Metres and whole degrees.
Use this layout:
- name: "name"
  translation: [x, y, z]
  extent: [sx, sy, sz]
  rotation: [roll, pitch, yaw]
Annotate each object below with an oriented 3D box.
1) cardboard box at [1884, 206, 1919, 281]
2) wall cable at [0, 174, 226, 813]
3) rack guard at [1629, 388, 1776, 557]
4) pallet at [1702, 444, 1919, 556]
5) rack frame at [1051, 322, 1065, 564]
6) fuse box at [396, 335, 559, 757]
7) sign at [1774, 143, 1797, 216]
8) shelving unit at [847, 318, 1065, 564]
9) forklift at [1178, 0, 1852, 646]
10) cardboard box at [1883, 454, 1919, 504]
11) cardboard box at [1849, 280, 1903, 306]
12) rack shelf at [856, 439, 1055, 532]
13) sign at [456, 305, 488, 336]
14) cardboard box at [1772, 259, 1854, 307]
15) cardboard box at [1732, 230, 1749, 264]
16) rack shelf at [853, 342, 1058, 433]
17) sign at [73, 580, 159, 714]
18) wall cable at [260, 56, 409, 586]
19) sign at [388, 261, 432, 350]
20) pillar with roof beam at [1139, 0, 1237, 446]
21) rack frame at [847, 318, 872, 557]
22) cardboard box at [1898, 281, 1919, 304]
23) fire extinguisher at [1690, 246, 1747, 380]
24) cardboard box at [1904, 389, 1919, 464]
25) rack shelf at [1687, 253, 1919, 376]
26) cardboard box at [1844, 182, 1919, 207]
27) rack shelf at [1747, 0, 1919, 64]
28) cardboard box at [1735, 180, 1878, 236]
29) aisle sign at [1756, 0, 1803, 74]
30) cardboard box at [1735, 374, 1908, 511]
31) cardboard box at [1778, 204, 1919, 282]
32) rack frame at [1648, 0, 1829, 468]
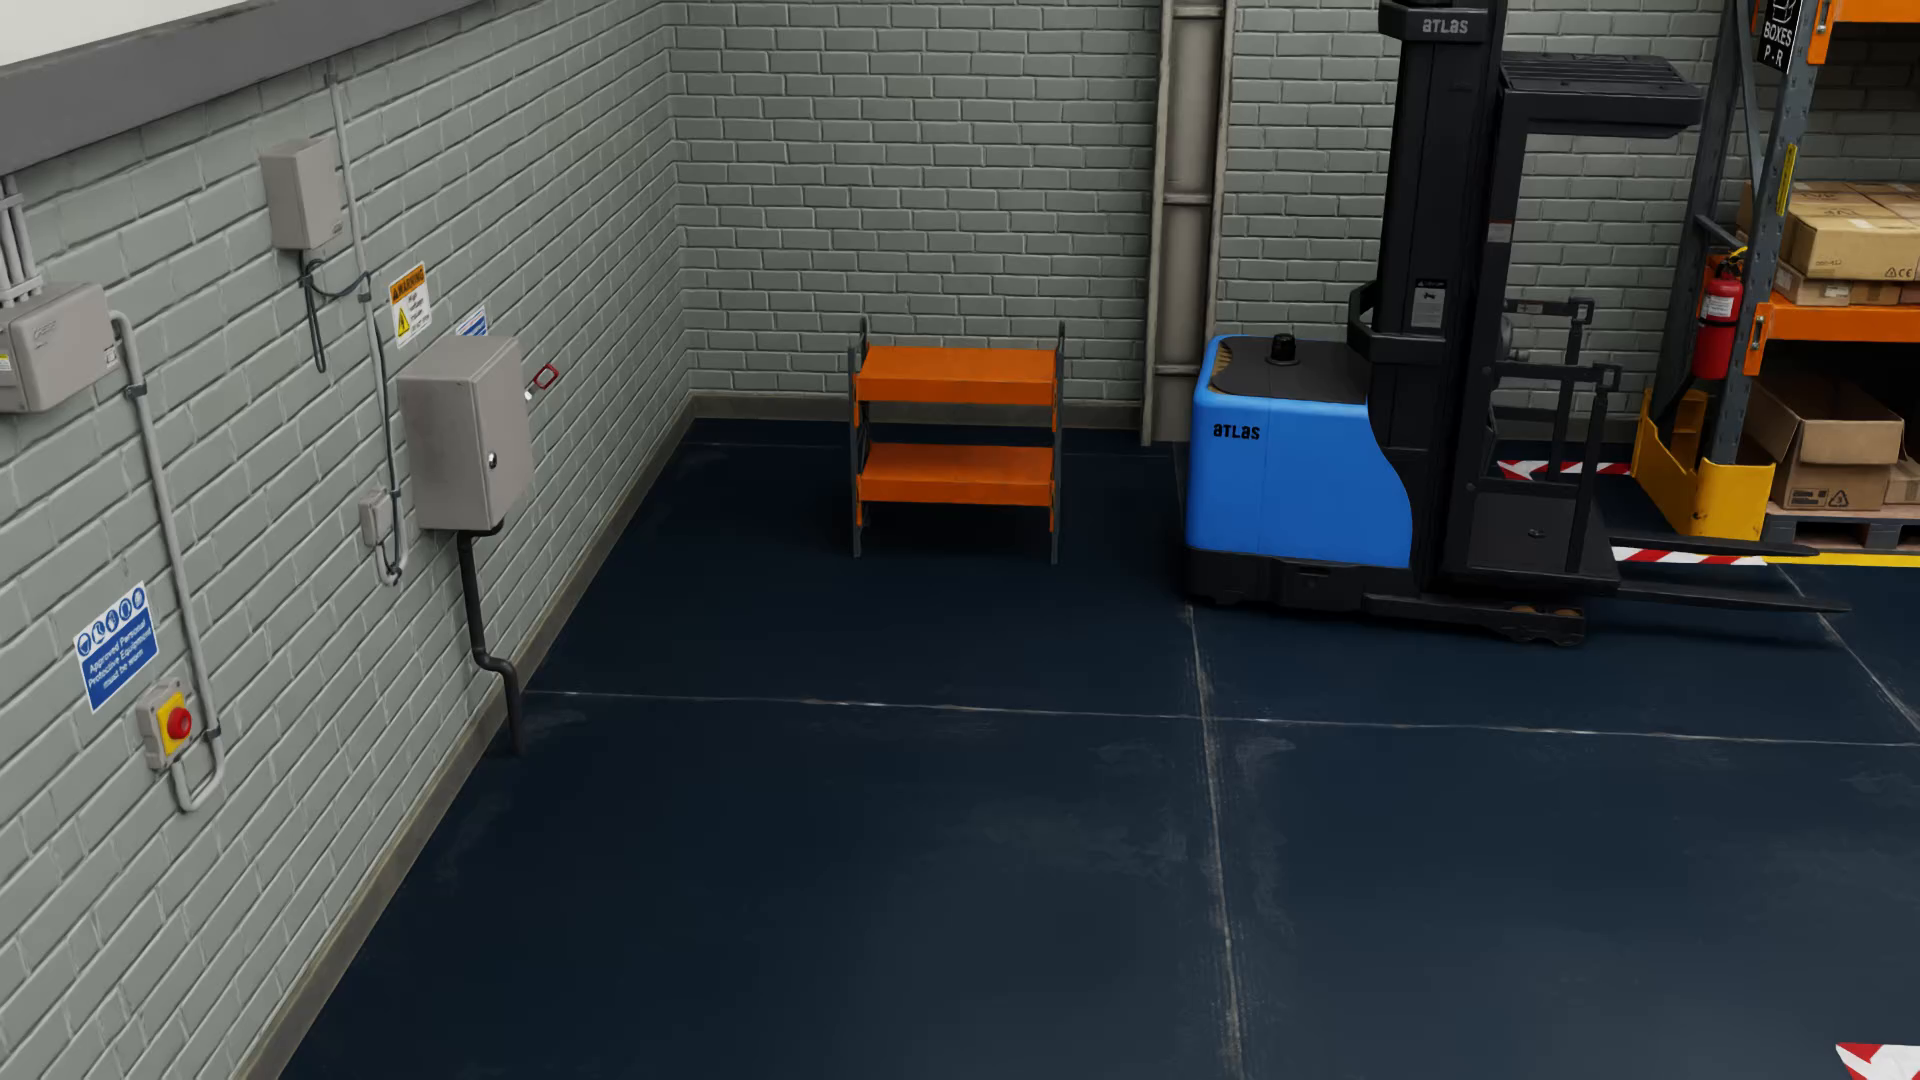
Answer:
- name: "cardboard box"
  translation: [4.847, -1.447, 8.131]
  extent: [0.500, 0.250, 0.500]
  rotation: [2, 25, 5]
- name: "wall cable"
  translation: [-2.087, -0.101, 4.128]
  extent: [0.123, 1.953, 0.585]
  rotation: [2, 25, 4]
- name: "rack guard"
  translation: [3.989, -0.385, 8.989]
  extent: [0.348, 0.500, 1.175]
  rotation: [2, 25, 4]
- name: "pallet"
  translation: [4.784, -0.229, 8.995]
  extent: [1.213, 0.211, 1.003]
  rotation: [2, 25, 4]
- name: "rack frame"
  translation: [0.500, -0.495, 8.480]
  extent: [0.032, 1.125, 0.500]
  rotation: [2, 25, 4]
- name: "fuse box"
  translation: [-1.781, 0.089, 6.509]
  extent: [0.414, 1.711, 0.539]
  rotation: [2, 25, 4]
- name: "sign"
  translation: [3.871, -1.690, 7.799]
  extent: [0.005, 0.325, 0.100]
  rotation: [2, 25, 4]
- name: "shelving unit"
  translation: [-0.007, -0.511, 8.515]
  extent: [1.048, 1.125, 0.538]
  rotation: [2, 25, 4]
- name: "forklift"
  translation: [2.635, -1.085, 7.601]
  extent: [3.031, 2.935, 1.130]
  rotation: [5, 25, 11]
- name: "cardboard box"
  translation: [4.936, -0.330, 8.787]
  extent: [0.250, 0.149, 0.380]
  rotation: [1, 25, 2]
- name: "cardboard box"
  translation: [4.477, -1.295, 8.277]
  extent: [0.250, 0.149, 0.380]
  rotation: [2, 25, 5]
- name: "rack shelf"
  translation: [-0.007, -0.289, 8.618]
  extent: [1.000, 0.278, 0.538]
  rotation: [2, 25, 4]
- name: "sign"
  translation: [-1.950, -0.665, 6.721]
  extent: [0.001, 0.494, 0.329]
  rotation: [2, 25, 4]
- name: "cardboard box"
  translation: [4.220, -1.284, 8.253]
  extent: [0.250, 0.149, 0.380]
  rotation: [2, 25, 4]
- name: "cardboard box"
  translation: [4.264, -1.510, 8.744]
  extent: [0.250, 0.149, 0.380]
  rotation: [2, 25, 3]
- name: "rack shelf"
  translation: [-0.007, -0.777, 8.393]
  extent: [1.000, 0.278, 0.538]
  rotation: [2, 25, 4]
- name: "sign"
  translation: [-2.152, 0.270, 4.251]
  extent: [0.001, 0.218, 0.327]
  rotation: [2, 25, 4]
- name: "wall cable"
  translation: [-1.990, -0.678, 5.420]
  extent: [0.122, 1.984, 0.588]
  rotation: [2, 25, 4]
- name: "sign"
  translation: [-1.992, -0.855, 6.031]
  extent: [0.001, 0.242, 0.339]
  rotation: [2, 25, 4]
- name: "pillar with roof beam"
  translation: [0.964, -2.916, 4.322]
  extent: [0.400, 9.000, 9.100]
  rotation: [2, 25, 4]
- name: "rack frame"
  translation: [-0.514, -0.527, 8.551]
  extent: [0.032, 1.125, 0.500]
  rotation: [2, 25, 4]
- name: "cardboard box"
  translation: [4.741, -1.301, 8.290]
  extent: [0.250, 0.149, 0.380]
  rotation: [2, 25, 3]
- name: "fire extinguisher"
  translation: [3.731, -1.131, 8.158]
  extent: [0.183, 0.674, 0.296]
  rotation: [2, 25, 4]
- name: "cardboard box"
  translation: [5.365, -0.476, 8.684]
  extent: [0.500, 0.500, 0.700]
  rotation: [3, 25, 6]
- name: "rack shelf"
  translation: [5.907, -1.132, 8.483]
  extent: [4.000, 0.370, 1.077]
  rotation: [2, 25, 4]
- name: "cardboard box"
  translation: [4.906, -1.669, 8.613]
  extent: [0.500, 0.250, 0.500]
  rotation: [2, 25, 4]
- name: "rack shelf"
  translation: [5.907, -2.495, 7.856]
  extent: [4.000, 0.370, 1.077]
  rotation: [2, 25, 4]
- name: "cardboard box"
  translation: [4.392, -1.686, 8.649]
  extent: [0.500, 0.250, 0.500]
  rotation: [3, 25, 6]
- name: "aisle sign"
  translation: [3.822, -2.584, 7.667]
  extent: [0.004, 0.787, 0.394]
  rotation: [2, 25, 4]
- name: "cardboard box"
  translation: [4.515, -0.521, 8.778]
  extent: [0.637, 0.503, 0.797]
  rotation: [1, 25, 2]
- name: "cardboard box"
  translation: [4.345, -1.463, 8.165]
  extent: [0.500, 0.250, 0.500]
  rotation: [2, 25, 4]
- name: "rack frame"
  translation: [3.913, -1.523, 8.472]
  extent: [0.127, 3.000, 1.000]
  rotation: [2, 25, 4]
